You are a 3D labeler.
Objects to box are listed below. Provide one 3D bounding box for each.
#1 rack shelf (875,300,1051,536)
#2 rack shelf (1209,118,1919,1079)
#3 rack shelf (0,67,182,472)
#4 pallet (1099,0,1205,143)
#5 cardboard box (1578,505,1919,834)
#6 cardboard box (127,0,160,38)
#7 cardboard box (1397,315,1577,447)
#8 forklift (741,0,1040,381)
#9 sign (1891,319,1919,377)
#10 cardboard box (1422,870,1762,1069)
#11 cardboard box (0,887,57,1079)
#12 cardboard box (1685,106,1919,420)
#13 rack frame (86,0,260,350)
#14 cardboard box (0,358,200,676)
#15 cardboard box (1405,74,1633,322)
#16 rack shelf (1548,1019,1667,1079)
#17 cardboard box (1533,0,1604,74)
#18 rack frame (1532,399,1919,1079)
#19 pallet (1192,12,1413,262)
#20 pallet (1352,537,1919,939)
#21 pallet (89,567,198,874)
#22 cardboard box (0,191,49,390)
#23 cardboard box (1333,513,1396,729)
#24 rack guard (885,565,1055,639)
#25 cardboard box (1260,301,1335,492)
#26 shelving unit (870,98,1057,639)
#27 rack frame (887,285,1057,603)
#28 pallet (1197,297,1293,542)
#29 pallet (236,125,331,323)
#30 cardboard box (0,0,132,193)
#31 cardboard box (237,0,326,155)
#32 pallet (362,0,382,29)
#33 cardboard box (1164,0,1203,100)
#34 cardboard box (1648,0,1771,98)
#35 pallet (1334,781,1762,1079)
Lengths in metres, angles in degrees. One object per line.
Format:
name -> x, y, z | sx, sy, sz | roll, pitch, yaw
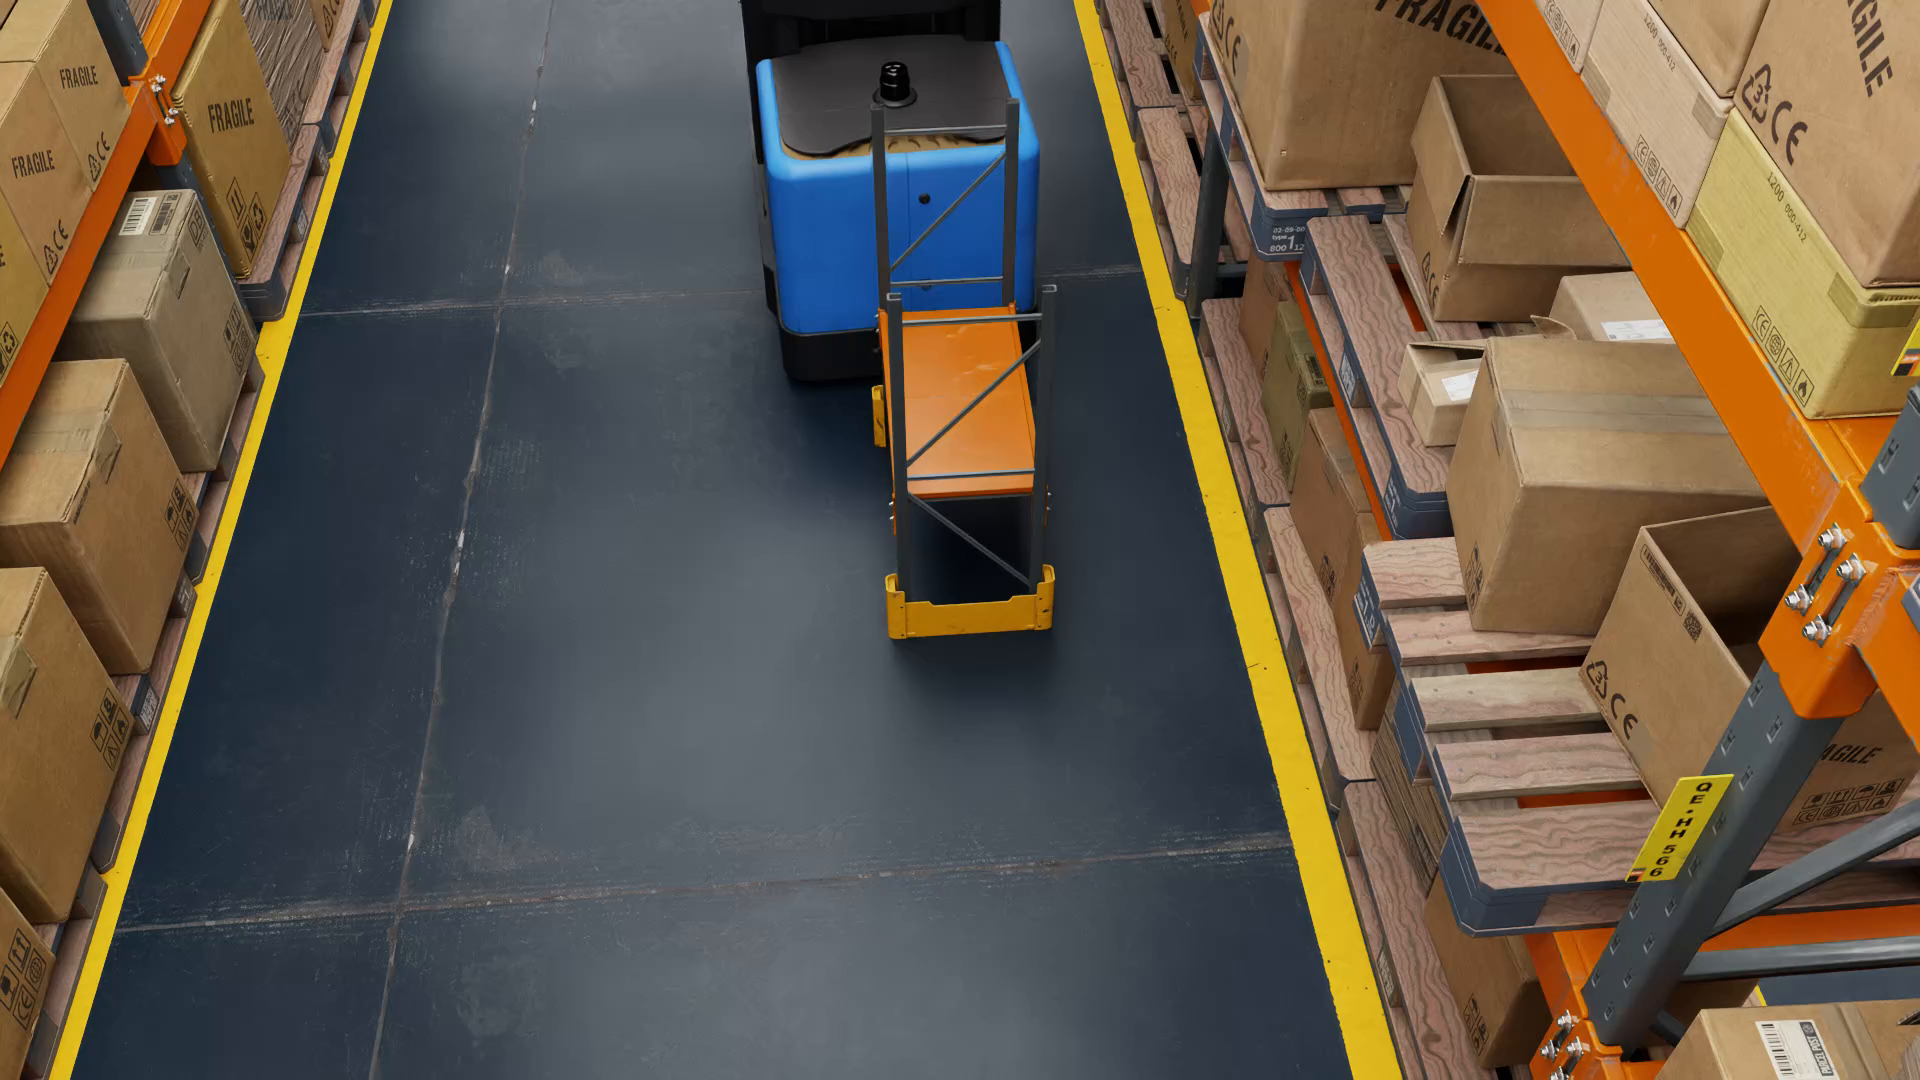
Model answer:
rack shelf -> -0.007, -0.454, 5.895 | 0.538, 0.185, 1.000 | -3, 47, -3
rack shelf -> 1.649, -0.353, 5.014 | 1.077, 0.370, 4.000 | -3, 47, -3
rack shelf -> -3.302, -0.125, 4.797 | 1.077, 0.370, 4.000 | -3, 47, -3
pallet -> 1.285, -2.457, 8.431 | 1.003, 0.211, 1.213 | -3, 47, -3
cardboard box -> 1.732, 0.280, 3.561 | 0.500, 0.500, 0.500 | -9, 47, -8
cardboard box -> -3.512, -2.137, 6.104 | 0.875, 0.550, 0.550 | -3, 47, -3
cardboard box -> 1.408, -0.441, 4.406 | 0.396, 0.266, 0.258 | -5, 47, -4
forklift -> -0.409, -2.735, 6.822 | 1.130, 2.935, 3.031 | -6, 47, -6
sign -> 1.276, -0.331, 2.075 | 0.100, 0.325, 0.005 | -3, 47, -3
cardboard box -> 1.741, 1.071, 4.588 | 0.700, 0.500, 0.500 | -6, 47, -5
cardboard box -> -3.096, 1.258, 4.253 | 1.050, 0.750, 0.750 | -4, 47, -4
cardboard box -> 1.532, -0.462, 2.659 | 0.500, 0.250, 0.500 | -3, 47, -3
rack frame -> -3.469, -1.819, 5.907 | 1.000, 3.000, 0.127 | -3, 47, -3
cardboard box -> -3.251, -0.048, 5.490 | 1.050, 0.750, 0.750 | -3, 47, -3
cardboard box -> 1.719, -0.979, 4.750 | 0.797, 0.503, 0.637 | 1, 47, 1
rack shelf -> 1.984, 2.541, 2.273 | 1.077, 0.370, 4.000 | -3, 47, -3
cardboard box -> 1.438, -1.184, 3.343 | 0.500, 0.250, 0.500 | -2, 47, -2
rack frame -> 1.817, 0.847, 3.382 | 1.000, 3.000, 0.127 | -3, 47, -3
pallet -> 1.401, -1.420, 5.661 | 1.003, 0.211, 1.213 | -3, 47, -3
pallet -> 1.651, 0.404, 3.934 | 1.213, 0.211, 1.003 | -3, 47, -3
pallet -> -3.224, 0.578, 5.557 | 1.003, 0.211, 1.213 | -3, 47, -3
cardboard box -> -3.074, -0.761, 4.836 | 0.500, 0.500, 0.500 | -3, 47, -3
cardboard box -> 1.627, 0.261, 5.355 | 0.700, 0.500, 0.500 | 0, 47, 0
rack guard -> 0.035, 0.219, 5.870 | 0.587, 0.250, 0.087 | -3, 47, -3
cardboard box -> 1.533, -0.547, 6.121 | 0.700, 0.500, 0.500 | -4, 47, -4
shelving unit -> -0.006, -0.571, 5.758 | 0.587, 1.500, 1.083 | -3, 47, -3
rack frame -> 0.035, -0.210, 5.416 | 0.500, 1.500, 0.032 | -3, 47, -3
pallet -> 1.548, -0.525, 6.602 | 1.003, 0.211, 1.213 | -3, 47, -3
pallet -> -3.455, -1.415, 7.445 | 1.003, 0.211, 1.213 | -3, 47, -3
cardboard box -> -3.159, -1.492, 5.528 | 0.500, 0.500, 0.500 | -4, 47, -4
cardboard box -> -3.531, -2.344, 7.578 | 0.875, 0.875, 0.875 | -3, 47, -3
pallet -> -3.659, -3.180, 9.117 | 1.003, 0.211, 1.213 | -3, 47, -3
cardboard box -> 1.302, -2.482, 7.967 | 0.500, 0.500, 0.500 | -7, 47, -7
cardboard box -> 1.474, -1.091, 2.738 | 0.500, 0.500, 0.500 | -4, 47, -3
pallet -> 1.753, 1.240, 4.930 | 1.003, 0.211, 1.213 | -3, 47, -3
